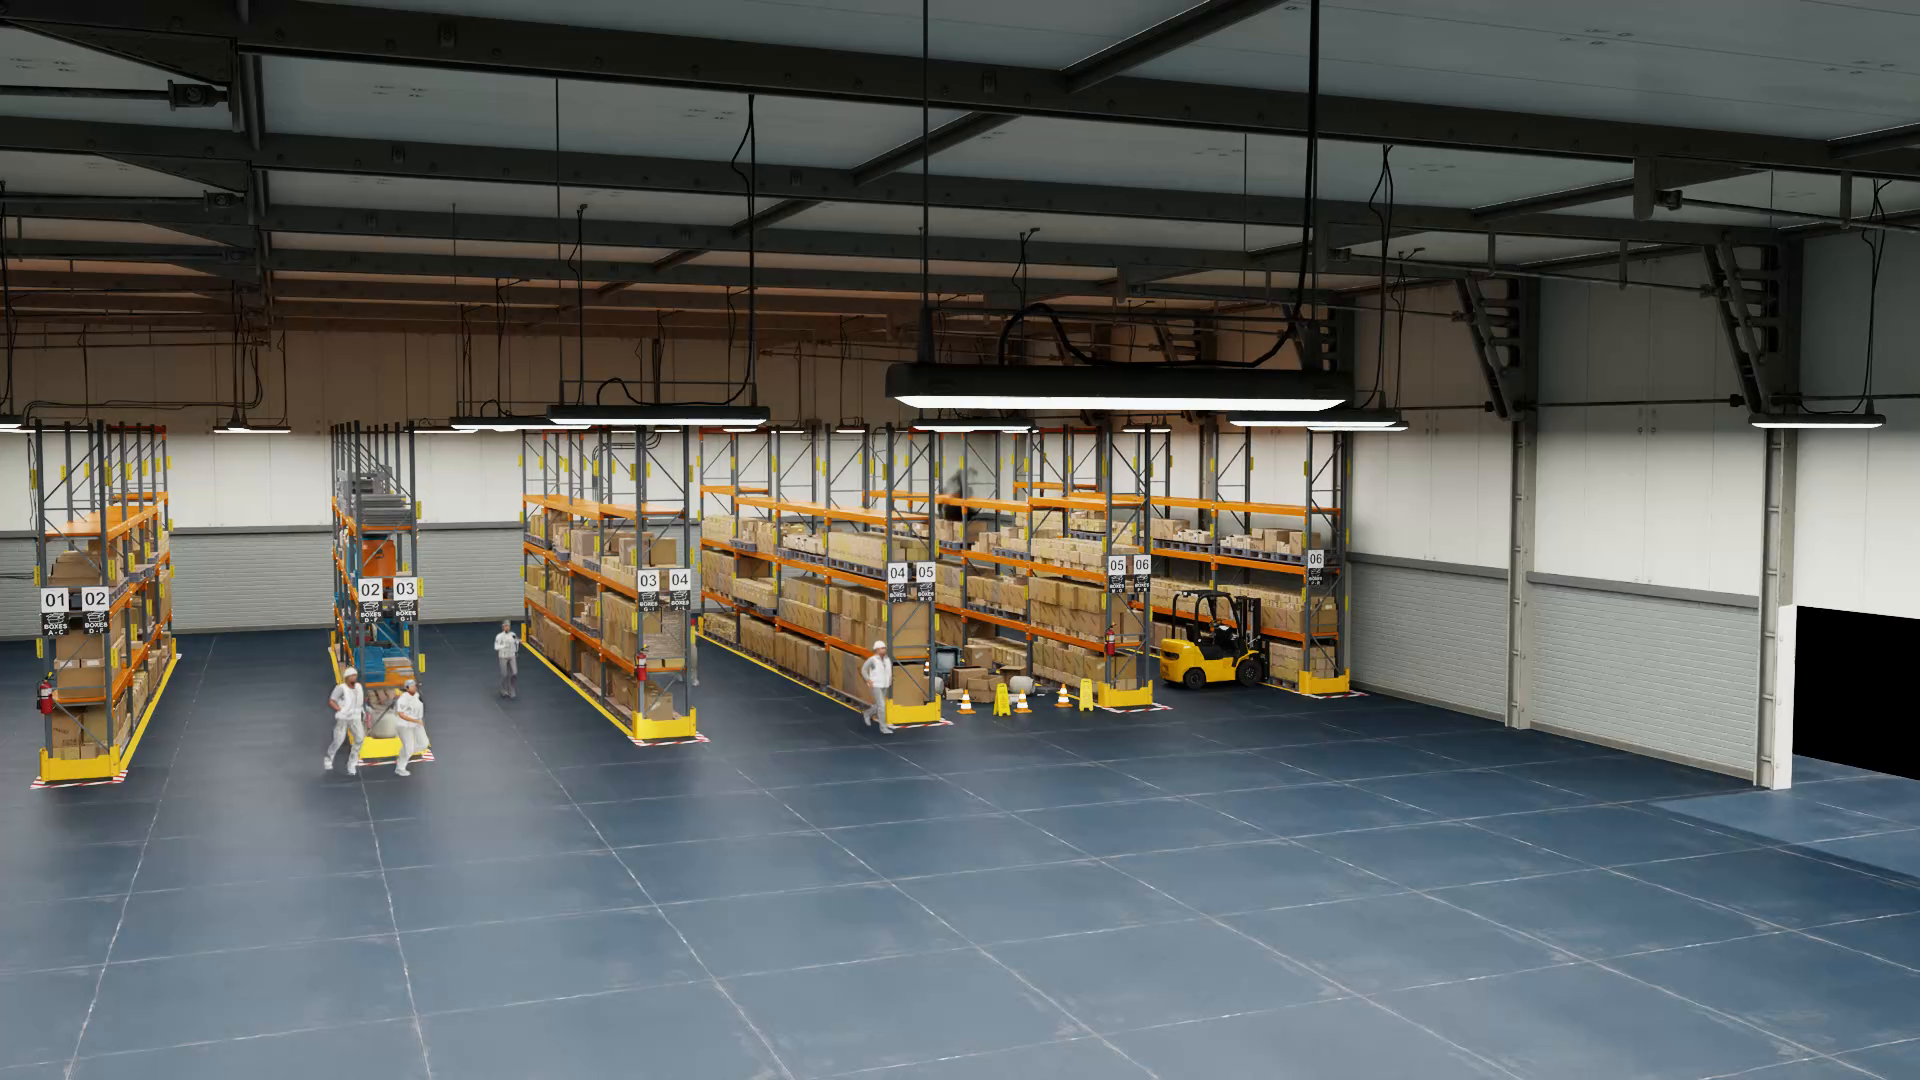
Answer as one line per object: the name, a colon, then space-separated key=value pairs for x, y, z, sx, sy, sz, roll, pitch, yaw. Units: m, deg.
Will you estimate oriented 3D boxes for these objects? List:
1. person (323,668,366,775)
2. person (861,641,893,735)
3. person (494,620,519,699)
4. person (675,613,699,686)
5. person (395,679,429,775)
person: x=-10.425 y=3.080 z=28.364 sx=0.690 sy=1.800 sz=0.745 roll=3 pitch=4 yaw=37
person: x=-1.583 y=2.832 z=32.215 sx=0.897 sy=1.769 sz=0.665 roll=3 pitch=5 yaw=44
person: x=-9.895 y=2.605 z=36.405 sx=0.592 sy=1.734 sz=0.684 roll=-2 pitch=4 yaw=-30
person: x=-6.338 y=2.458 z=38.462 sx=0.620 sy=1.740 sz=0.950 roll=-2 pitch=4 yaw=-27
person: x=-9.272 y=3.160 z=28.176 sx=0.603 sy=1.630 sz=0.637 roll=1 pitch=4 yaw=21
